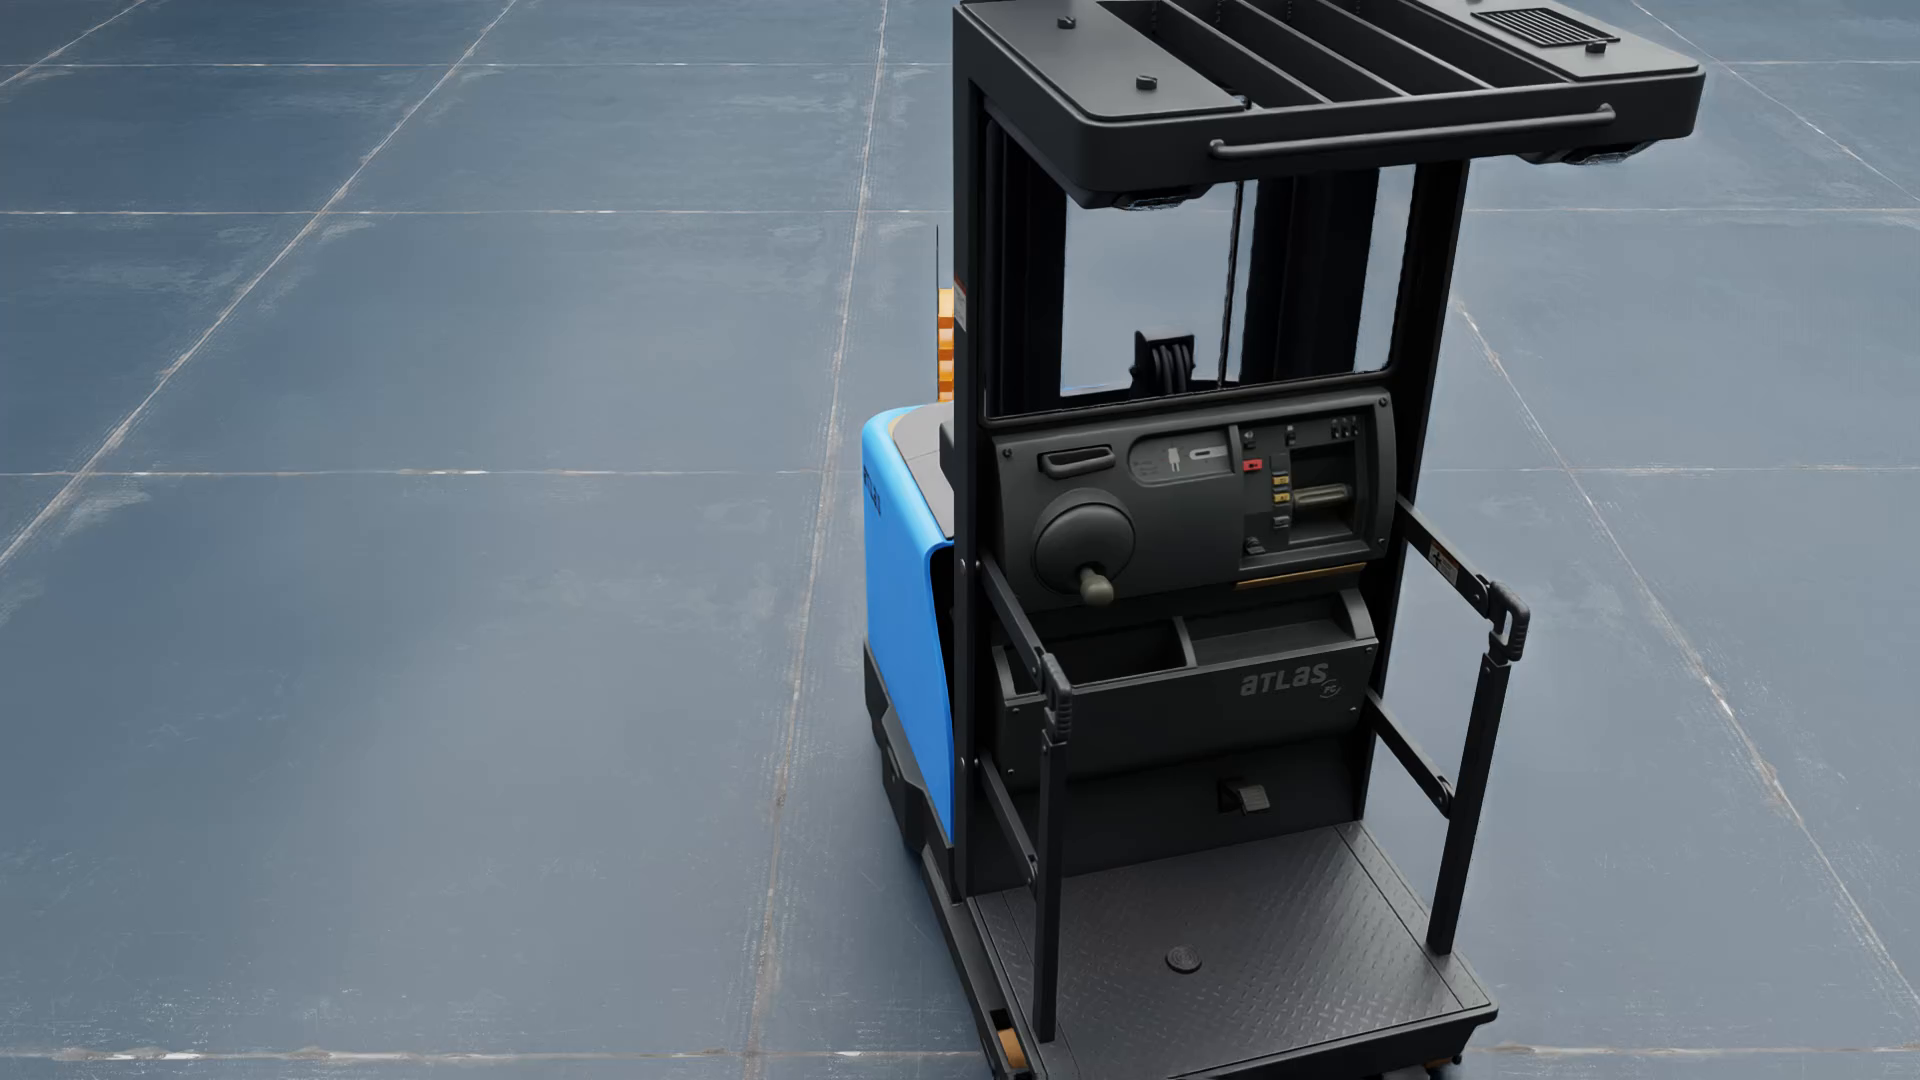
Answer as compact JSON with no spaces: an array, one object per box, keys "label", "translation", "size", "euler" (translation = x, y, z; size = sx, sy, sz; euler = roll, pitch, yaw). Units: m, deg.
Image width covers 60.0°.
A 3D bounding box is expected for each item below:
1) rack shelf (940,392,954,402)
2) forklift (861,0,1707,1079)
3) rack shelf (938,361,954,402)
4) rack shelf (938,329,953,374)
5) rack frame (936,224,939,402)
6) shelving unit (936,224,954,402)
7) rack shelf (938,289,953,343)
[{"label":"rack shelf","translation":[0.014,-0.475,5.962],"size":[0.180,0.103,0.258],"euler":[0,31,0]},{"label":"forklift","translation":[0.590,-0.039,3.488],"size":[1.130,2.935,3.031],"euler":[-8,32,-13]},{"label":"rack shelf","translation":[0.014,-0.578,5.900],"size":[0.180,0.103,0.258],"euler":[0,31,0]},{"label":"rack shelf","translation":[0.014,-0.680,5.837],"size":[0.180,0.103,0.258],"euler":[0,31,0]},{"label":"rack frame","translation":[-0.077,-0.513,5.938],"size":[0.006,1.200,0.240],"euler":[0,31,0]},{"label":"shelving unit","translation":[0.014,-0.513,5.939],"size":[0.189,1.200,0.258],"euler":[0,31,0]},{"label":"rack shelf","translation":[0.014,-0.783,5.775],"size":[0.180,0.103,0.258],"euler":[0,31,0]}]
